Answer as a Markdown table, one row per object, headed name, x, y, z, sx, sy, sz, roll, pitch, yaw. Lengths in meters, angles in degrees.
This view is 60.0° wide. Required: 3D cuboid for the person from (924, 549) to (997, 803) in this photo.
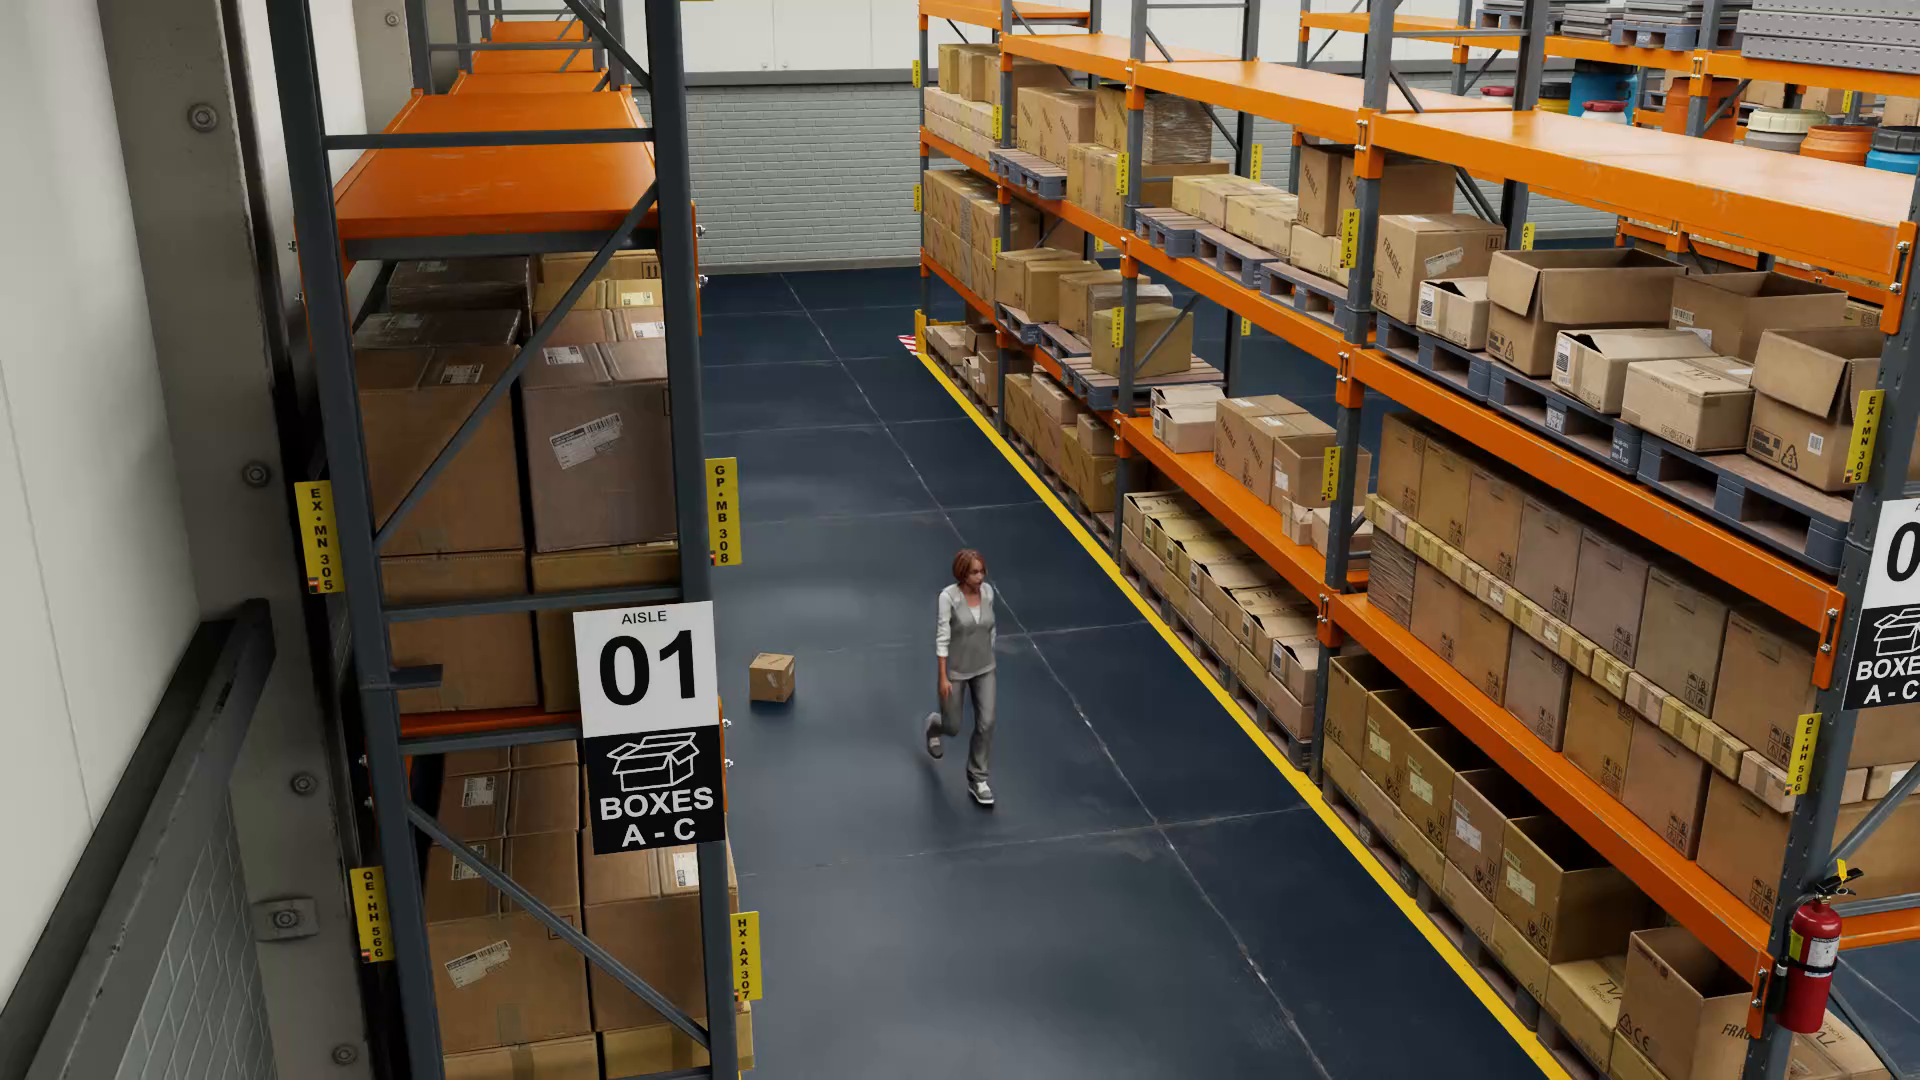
| name | x | y | z | sx | sy | sz | roll | pitch | yaw |
| --- | --- | --- | --- | --- | --- | --- | --- | --- | --- |
| person | 0.020 | 0.775 | 10.158 | 0.439 | 1.572 | 0.729 | -9 | 22 | -23 |
